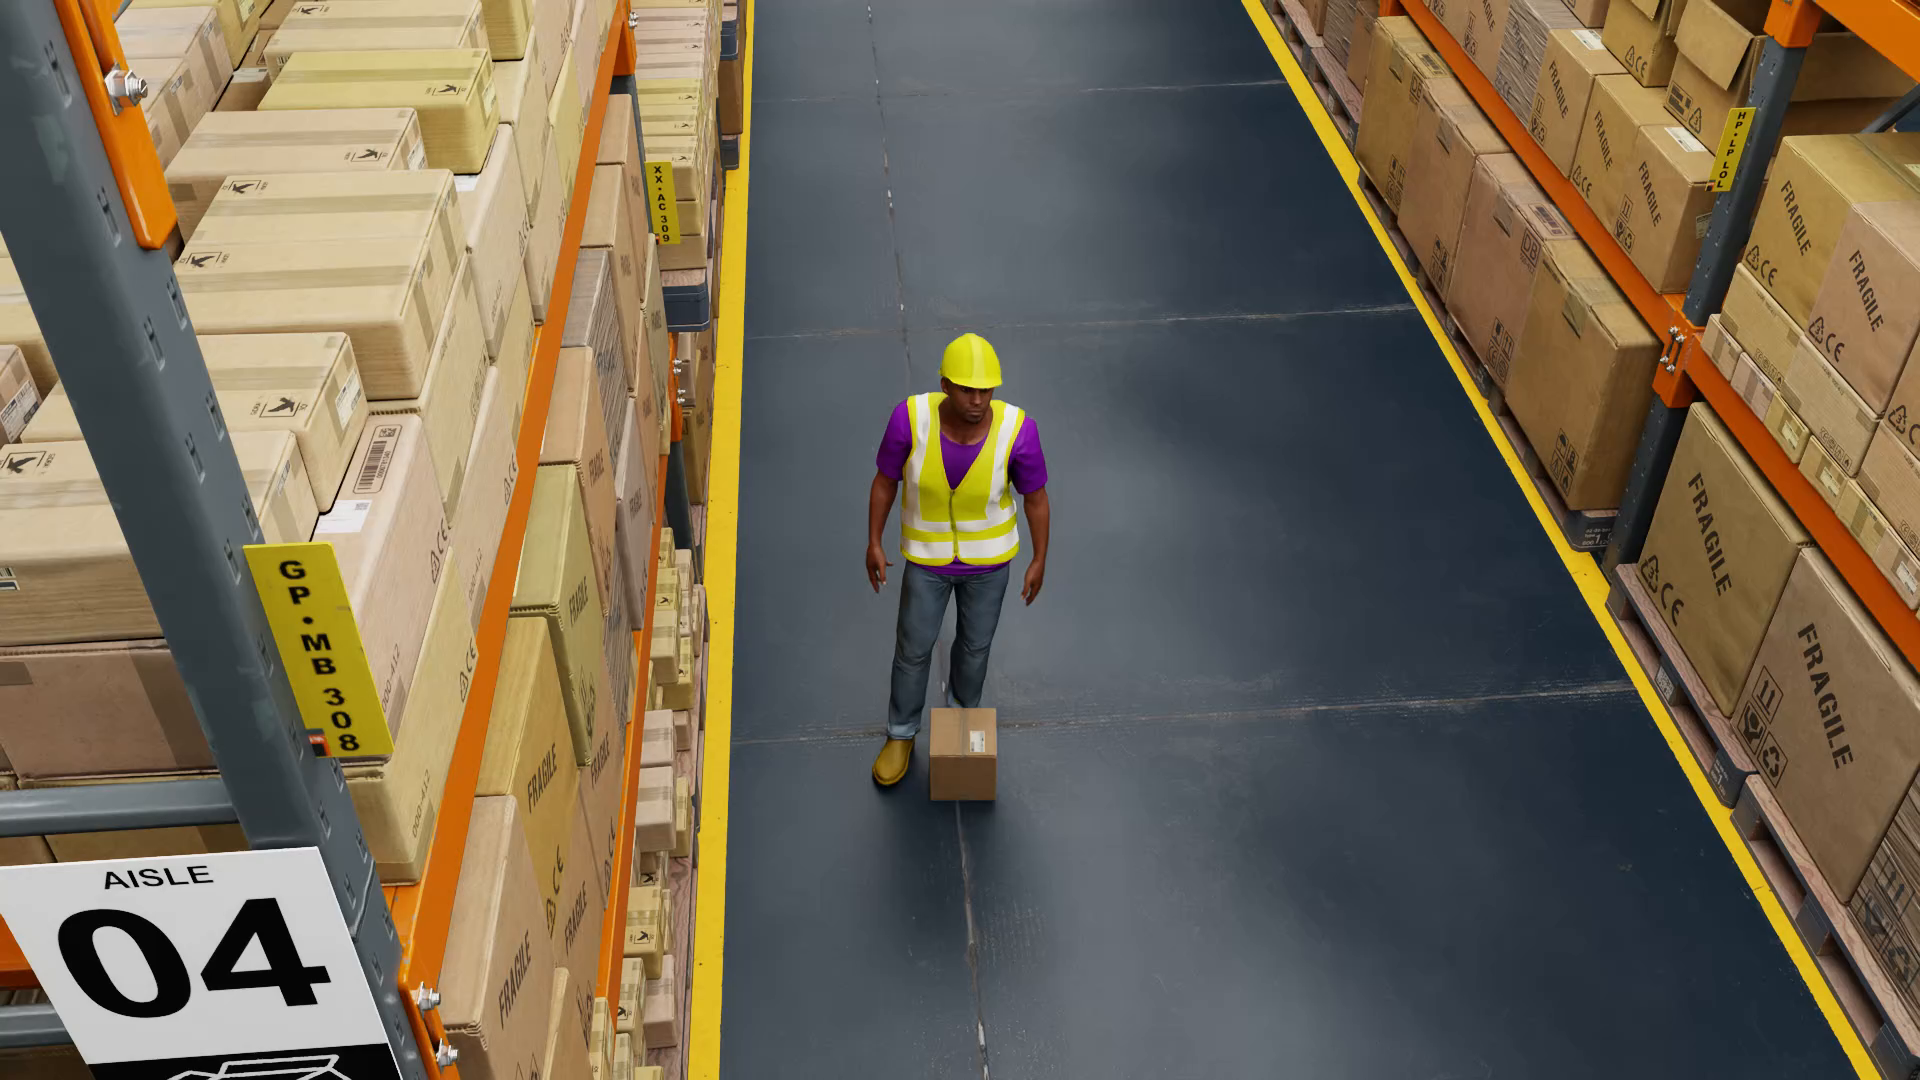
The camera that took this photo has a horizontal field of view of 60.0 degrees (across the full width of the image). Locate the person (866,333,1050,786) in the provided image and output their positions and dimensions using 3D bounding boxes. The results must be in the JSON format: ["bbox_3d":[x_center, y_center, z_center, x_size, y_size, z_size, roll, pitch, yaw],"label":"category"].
[{"bbox_3d":[-0.012,0.093,6.005,0.666,1.765,0.577,1,39,1],"label":"person"}]
